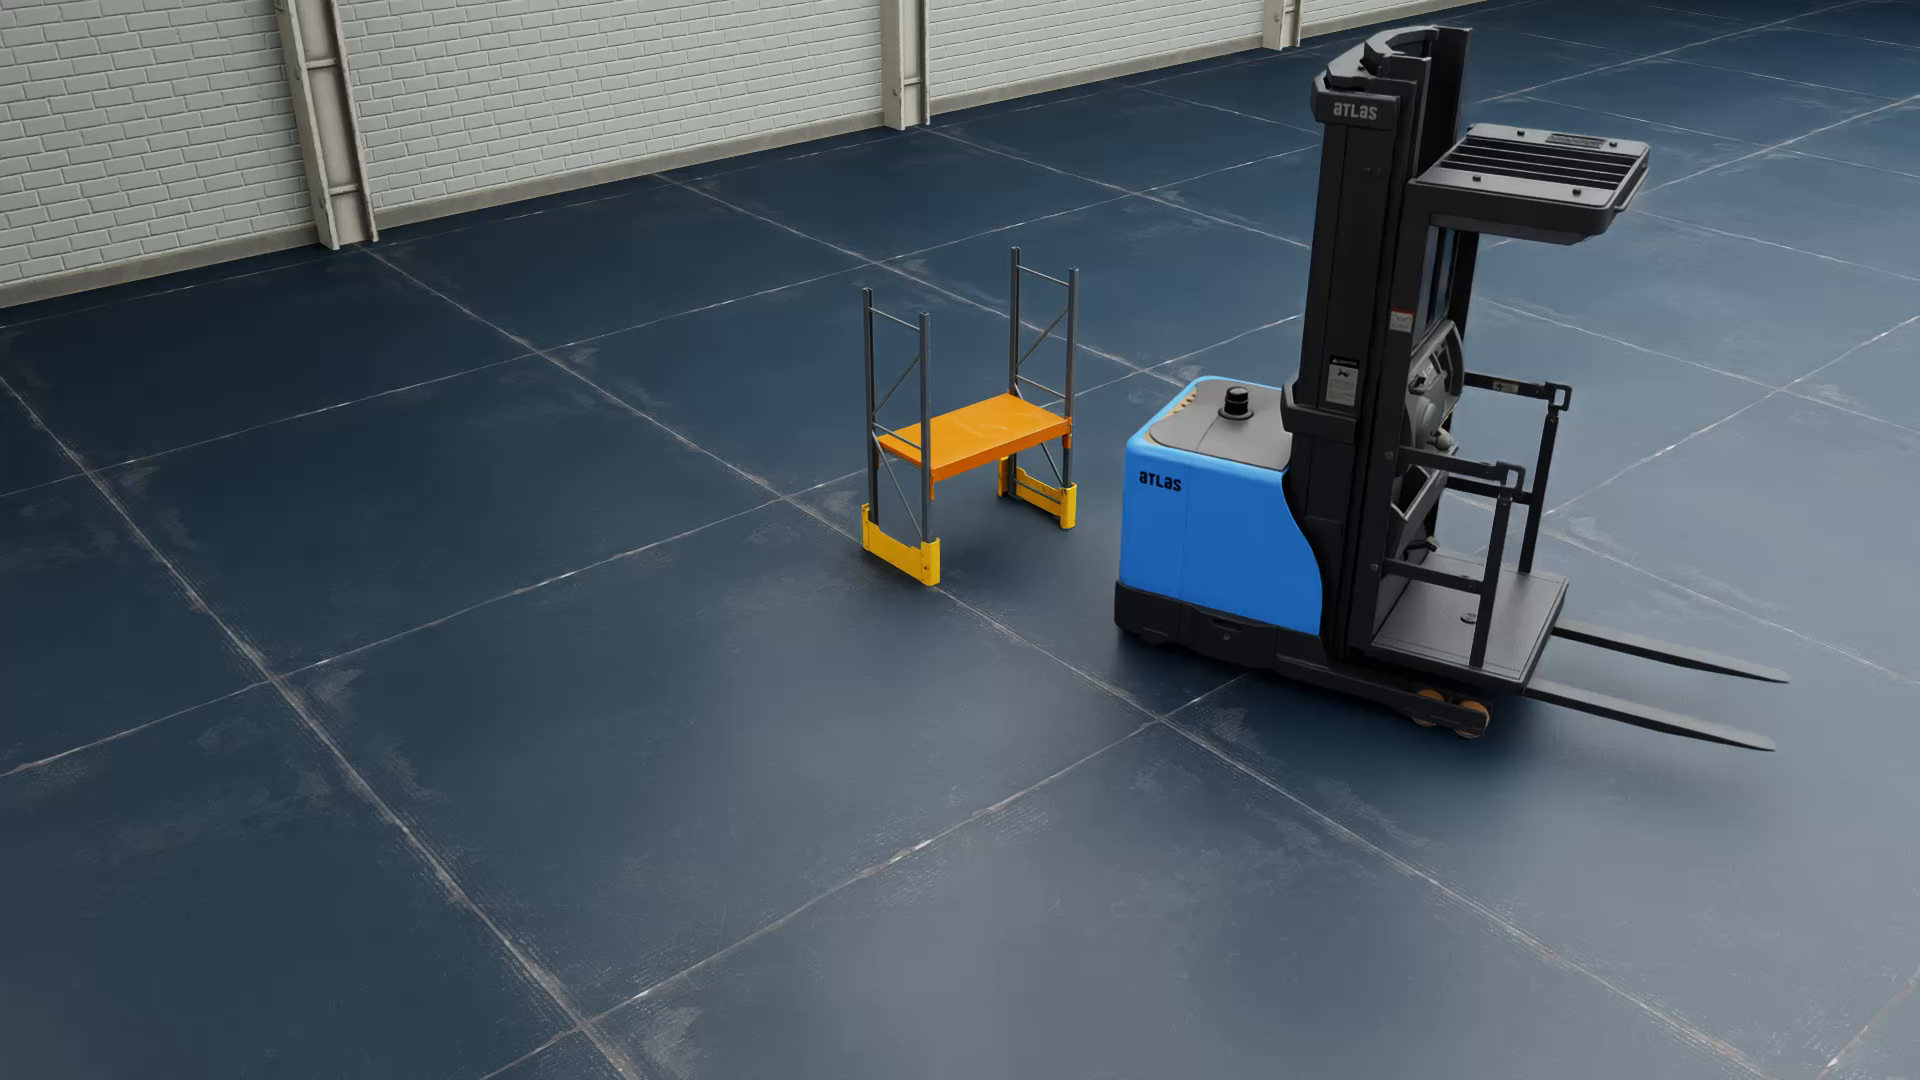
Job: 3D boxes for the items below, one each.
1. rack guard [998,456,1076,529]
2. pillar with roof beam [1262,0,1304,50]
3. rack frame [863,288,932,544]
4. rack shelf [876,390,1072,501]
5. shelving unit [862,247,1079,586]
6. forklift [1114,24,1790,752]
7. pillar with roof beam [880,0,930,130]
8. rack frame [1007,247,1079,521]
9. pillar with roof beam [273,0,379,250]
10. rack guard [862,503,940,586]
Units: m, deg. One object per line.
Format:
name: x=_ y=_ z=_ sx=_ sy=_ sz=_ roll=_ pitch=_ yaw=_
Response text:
rack guard: x=0.437 y=-0.286 z=9.520 sx=0.087 sy=0.250 sz=0.587 roll=-22 pitch=35 yaw=-35
pillar with roof beam: x=6.799 y=-8.605 z=15.805 sx=0.400 sy=9.000 sz=9.100 roll=-22 pitch=35 yaw=-35
rack frame: x=-0.322 y=-0.532 z=8.654 sx=0.032 sy=1.500 sz=0.500 roll=-22 pitch=35 yaw=-35
rack shelf: x=0.065 y=-0.529 z=9.030 sx=1.000 sy=0.185 sz=0.538 roll=-22 pitch=35 yaw=-35
shelving unit: x=0.058 y=-0.685 z=8.940 sx=1.083 sy=1.500 sz=0.587 roll=-22 pitch=35 yaw=-35
forklift: x=2.314 y=-0.678 z=7.410 sx=3.031 sy=2.935 sz=1.130 roll=14 pitch=31 yaw=25
pillar with roof beam: x=2.234 y=-6.770 z=12.370 sx=0.400 sy=9.000 sz=9.100 roll=-22 pitch=35 yaw=-35
rack frame: x=0.452 y=-0.843 z=9.236 sx=0.032 sy=1.500 sz=0.500 roll=-22 pitch=35 yaw=-35
pillar with roof beam: x=-2.330 y=-4.934 z=8.935 sx=0.400 sy=9.000 sz=9.100 roll=-22 pitch=35 yaw=-35
rack guard: x=-0.321 y=0.019 z=8.950 sx=0.087 sy=0.250 sz=0.587 roll=-22 pitch=35 yaw=-35
